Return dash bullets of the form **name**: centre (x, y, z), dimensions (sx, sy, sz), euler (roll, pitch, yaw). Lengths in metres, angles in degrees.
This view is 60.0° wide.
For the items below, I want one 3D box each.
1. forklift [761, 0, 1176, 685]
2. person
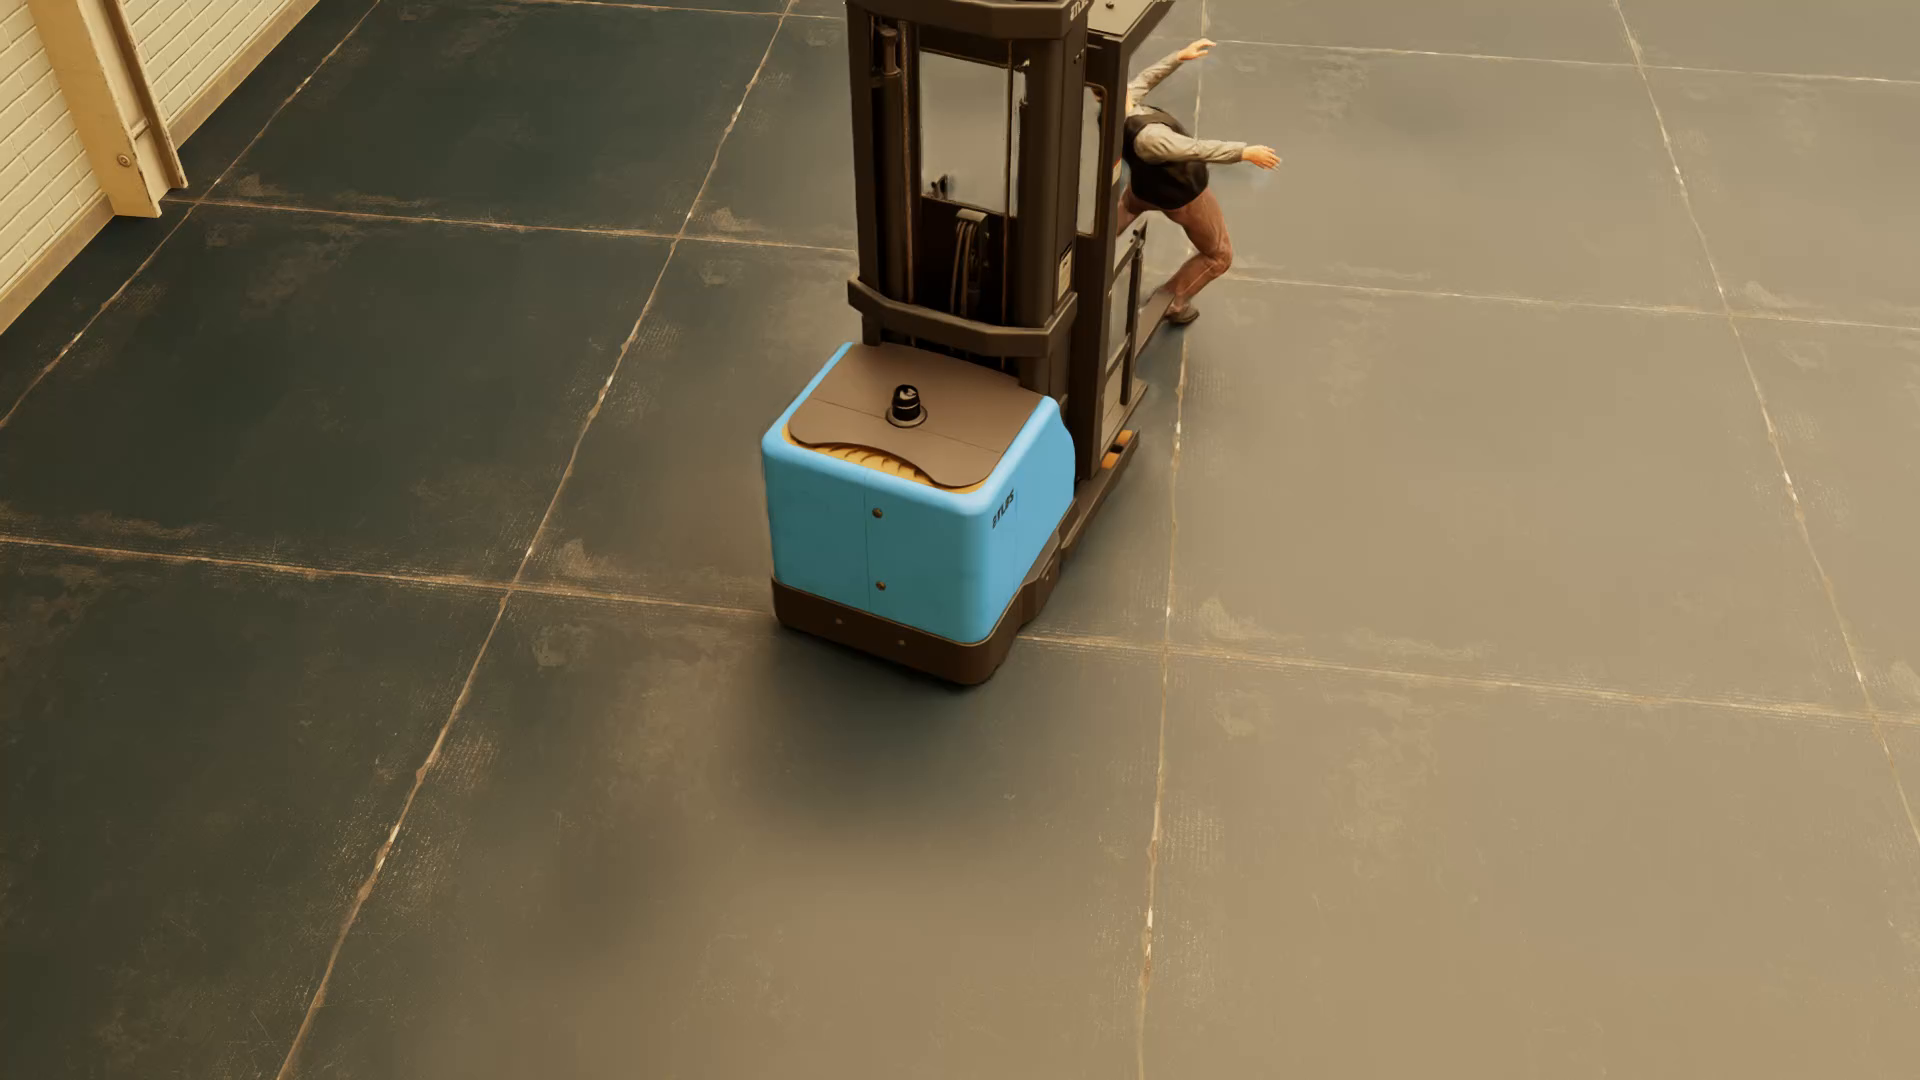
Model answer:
- **forklift**: centre (0.245, -1.462, 7.316), dimensions (1.130, 2.935, 3.031), euler (17, 45, 18)
- **person**: centre (1.131, -1.782, 8.722), dimensions (0.710, 1.469, 1.039), euler (-32, 51, -30)
